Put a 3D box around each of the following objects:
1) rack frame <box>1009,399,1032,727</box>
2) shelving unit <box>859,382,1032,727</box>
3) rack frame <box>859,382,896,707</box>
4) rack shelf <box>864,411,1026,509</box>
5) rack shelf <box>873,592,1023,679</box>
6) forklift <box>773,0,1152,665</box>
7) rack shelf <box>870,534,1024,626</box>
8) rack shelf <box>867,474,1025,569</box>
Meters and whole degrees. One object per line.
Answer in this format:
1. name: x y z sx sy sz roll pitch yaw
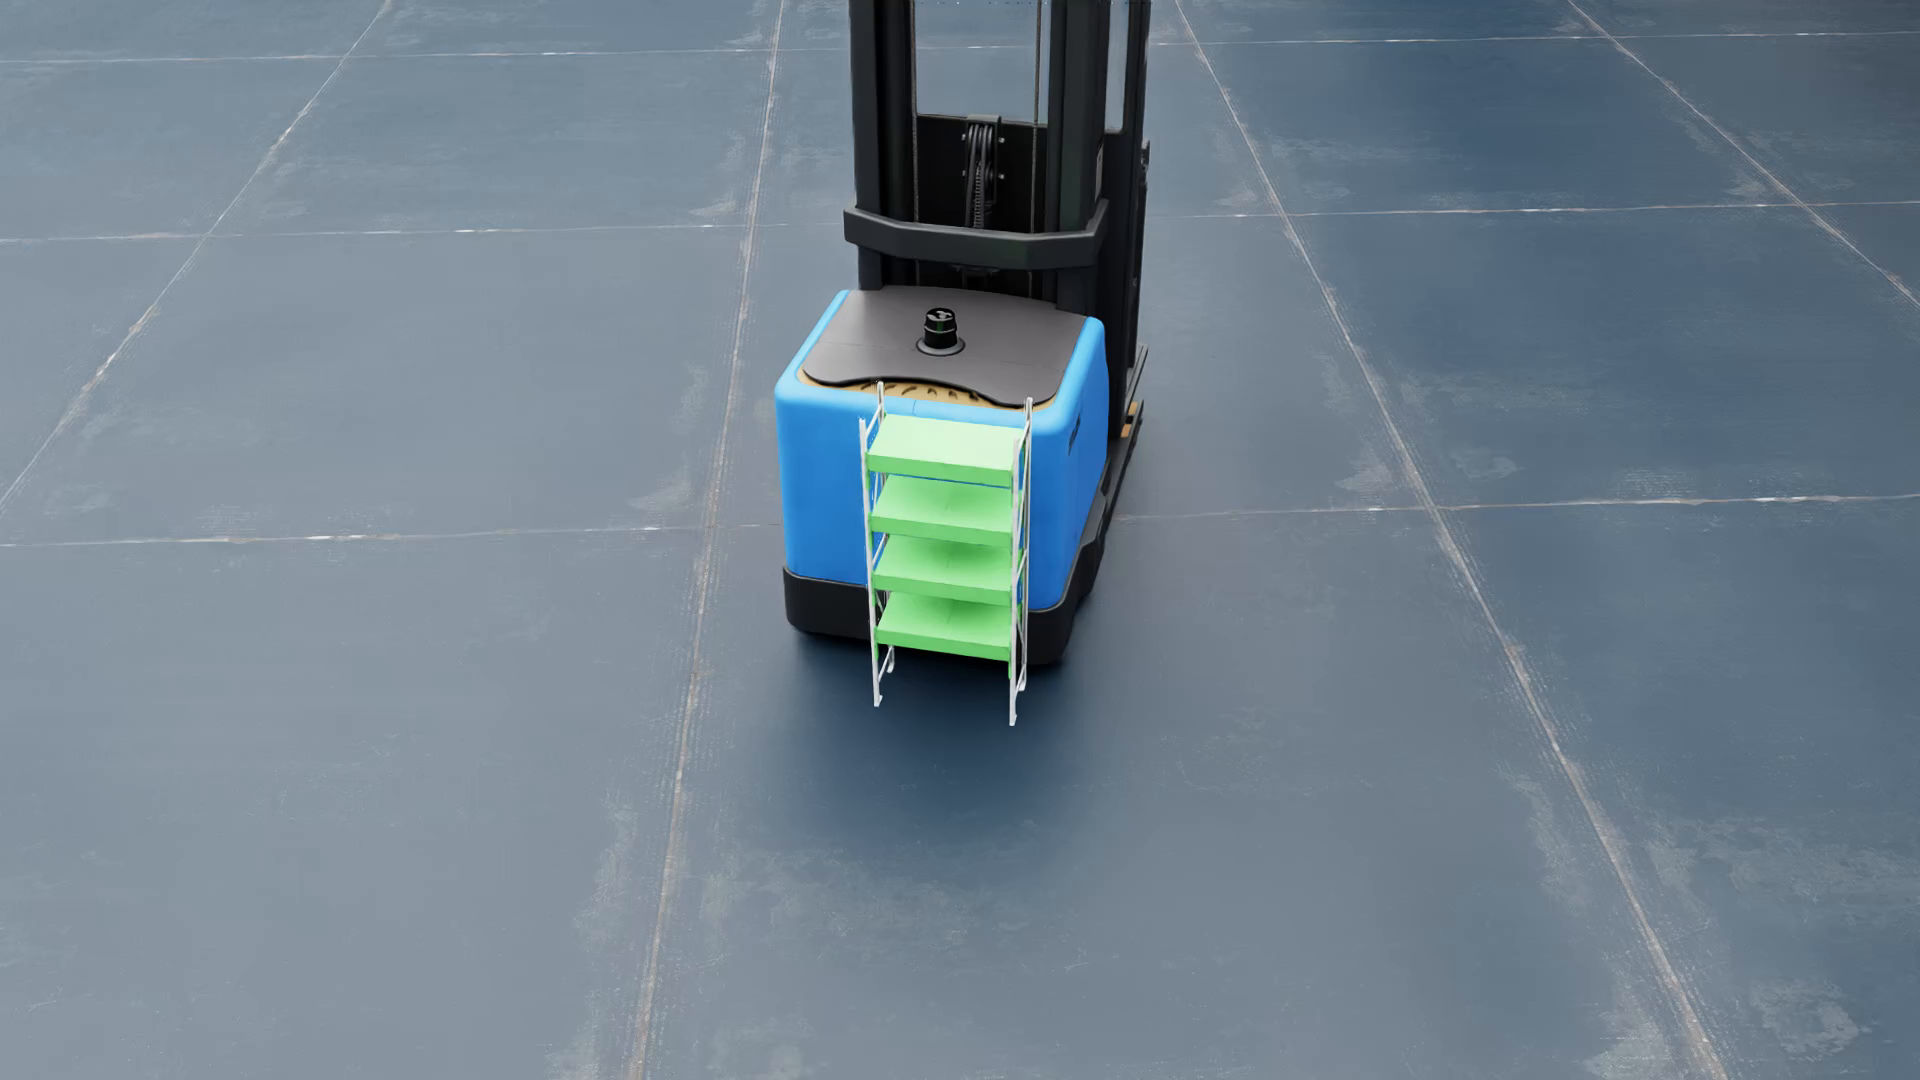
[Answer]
1. rack frame: 0.200 0.103 5.537 0.015 1.200 0.240 7 38 11
2. shelving unit: -0.038 0.072 5.582 0.503 1.200 0.258 7 38 11
3. rack frame: -0.275 0.041 5.626 0.015 1.200 0.240 7 38 11
4. rack shelf: -0.042 -0.260 5.330 0.480 0.148 0.258 7 38 11
5. rack shelf: -0.034 0.314 5.765 0.480 0.148 0.258 7 38 11
6. forklift: 0.203 -1.590 6.472 1.130 2.935 3.031 8 36 12
7. rack shelf: -0.037 0.123 5.620 0.480 0.148 0.258 7 38 11
8. rack shelf: -0.039 -0.068 5.475 0.480 0.148 0.258 7 38 11
